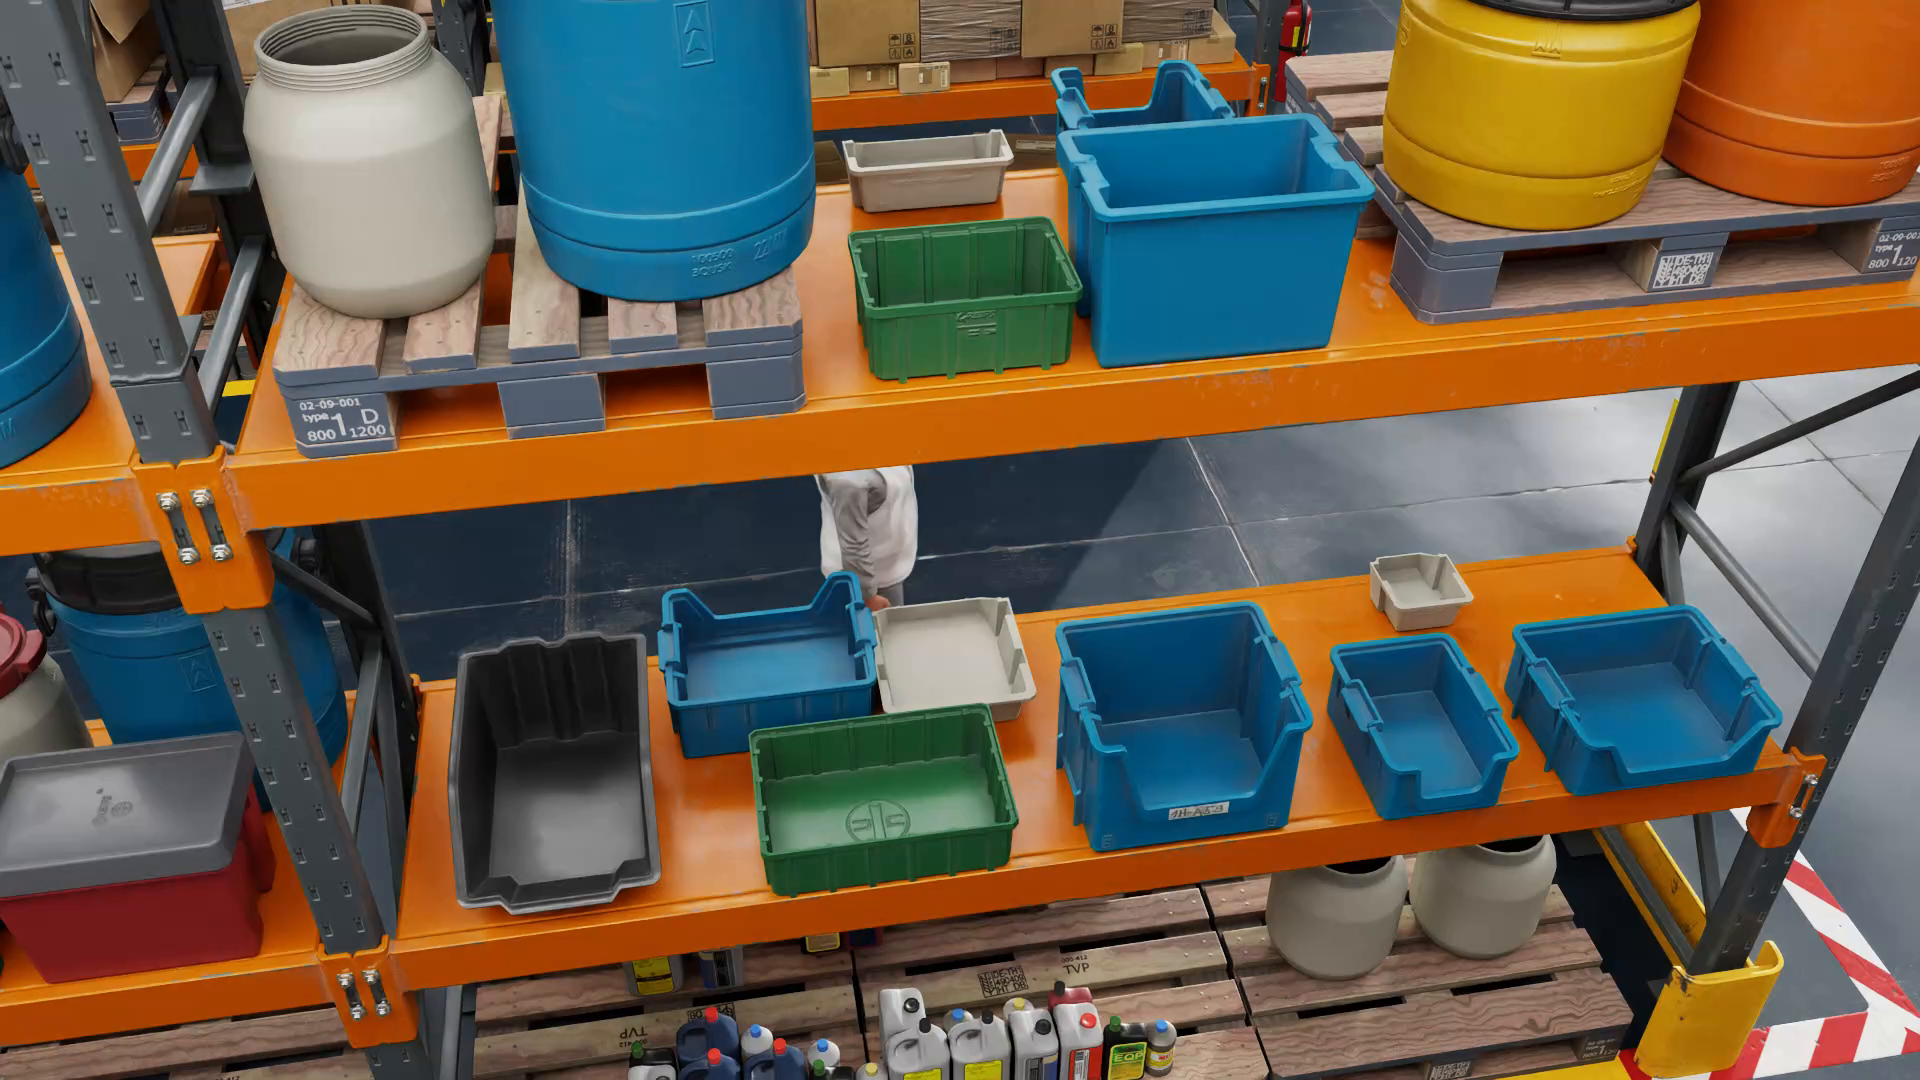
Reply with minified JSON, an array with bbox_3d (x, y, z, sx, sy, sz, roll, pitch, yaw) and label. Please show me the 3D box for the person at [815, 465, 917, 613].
[{"bbox_3d":[-0.296,0.063,6.041,0.417,1.784,0.552,0,38,0],"label":"person"}]
